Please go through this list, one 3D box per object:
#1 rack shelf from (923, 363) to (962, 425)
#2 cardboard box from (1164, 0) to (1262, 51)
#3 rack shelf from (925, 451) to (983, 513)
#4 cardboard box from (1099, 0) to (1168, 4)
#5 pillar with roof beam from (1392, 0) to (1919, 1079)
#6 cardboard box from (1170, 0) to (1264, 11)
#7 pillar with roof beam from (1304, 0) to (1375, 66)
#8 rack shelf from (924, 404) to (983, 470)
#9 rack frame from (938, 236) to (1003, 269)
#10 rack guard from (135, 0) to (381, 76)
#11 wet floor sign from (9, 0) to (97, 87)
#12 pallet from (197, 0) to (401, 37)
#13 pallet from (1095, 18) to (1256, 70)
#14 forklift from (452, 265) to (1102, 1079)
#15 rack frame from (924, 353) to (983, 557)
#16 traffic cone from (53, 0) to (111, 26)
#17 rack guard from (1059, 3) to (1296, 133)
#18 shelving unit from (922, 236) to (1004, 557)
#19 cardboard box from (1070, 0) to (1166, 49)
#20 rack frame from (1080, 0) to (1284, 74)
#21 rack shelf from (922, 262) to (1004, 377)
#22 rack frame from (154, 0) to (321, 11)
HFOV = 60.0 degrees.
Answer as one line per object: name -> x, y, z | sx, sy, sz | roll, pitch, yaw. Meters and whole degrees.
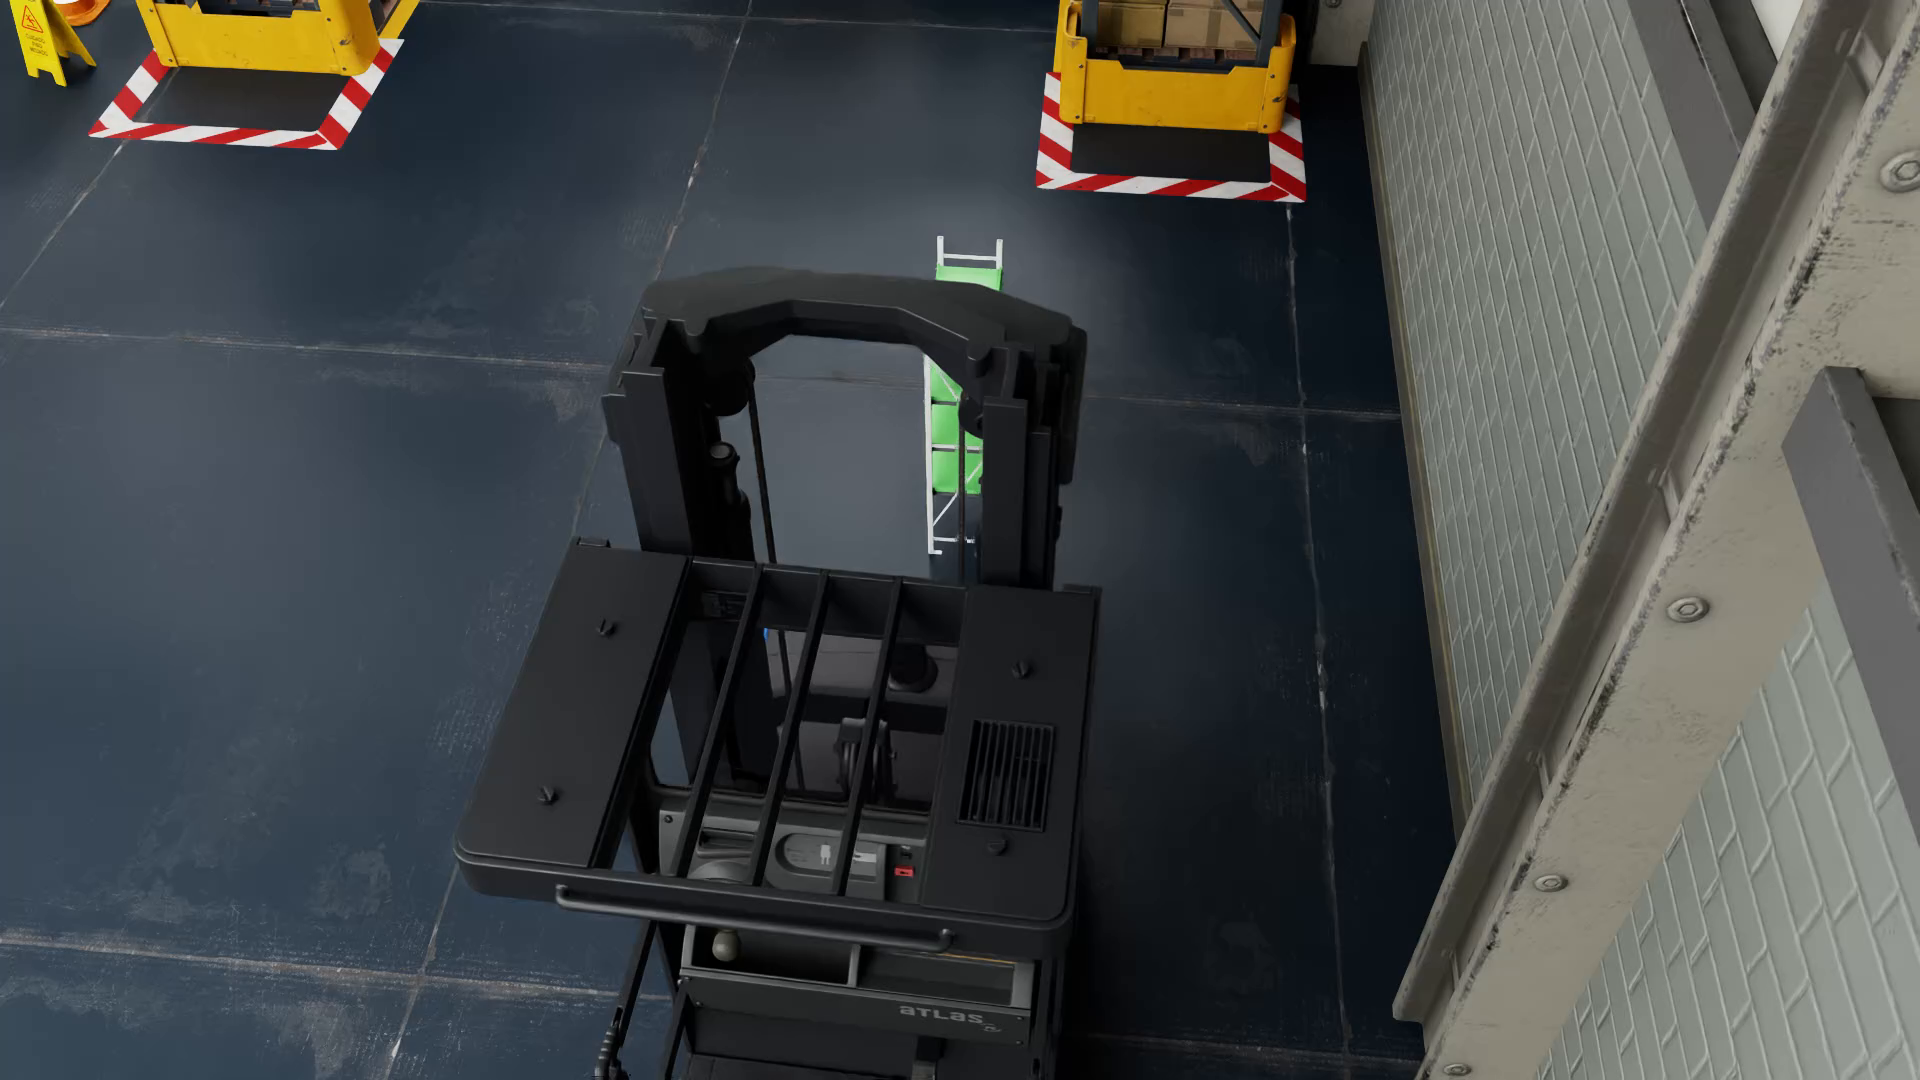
rack shelf -> 0.015, -0.645, 6.289 | 0.258, 0.148, 0.480 | 4, 48, 4
cardboard box -> 1.359, -2.879, 8.929 | 0.500, 0.250, 0.500 | 4, 48, 4
rack shelf -> 0.015, -0.321, 6.643 | 0.258, 0.148, 0.480 | 4, 48, 4
cardboard box -> 0.853, -3.078, 8.773 | 0.500, 0.250, 0.500 | 3, 48, 3
pillar with roof beam -> -2.753, -1.673, 2.182 | 9.100, 9.000, 0.400 | 4, 48, 4
cardboard box -> 1.370, -3.031, 8.730 | 0.500, 0.250, 0.500 | 5, 48, 4
pillar with roof beam -> -2.206, -6.082, 6.215 | 9.100, 9.000, 0.400 | 4, 48, 4
rack shelf -> 0.015, -0.483, 6.466 | 0.258, 0.148, 0.480 | 4, 48, 4
rack frame -> 0.037, -0.706, 6.583 | 0.240, 1.200, 0.015 | 4, 48, 4
rack guard -> -3.817, -2.860, 9.027 | 1.175, 0.500, 0.348 | 4, 48, 4
wet floor sign -> -4.906, -2.786, 8.861 | 0.267, 0.644, 0.232 | 19, 50, 17
pallet -> -3.707, -3.358, 9.678 | 1.003, 0.211, 1.213 | 4, 48, 4
pallet -> 1.148, -2.941, 9.297 | 1.003, 0.211, 1.213 | 4, 48, 4
forklift -> -0.294, 0.958, 3.887 | 1.130, 2.935, 3.031 | 5, 48, 5
rack frame -> -0.007, -0.347, 6.255 | 0.240, 1.200, 0.015 | 4, 48, 4
traffic cone -> -5.069, -3.195, 9.358 | 0.336, 0.463, 0.334 | 4, 48, 4
rack guard -> 1.118, -2.456, 8.657 | 1.175, 0.500, 0.348 | 4, 48, 4
shelving unit -> 0.015, -0.527, 6.419 | 0.258, 1.200, 0.503 | 4, 48, 4
cardboard box -> 0.848, -2.897, 8.946 | 0.500, 0.250, 0.500 | 4, 48, 4
rack frame -> 1.120, -3.317, 7.751 | 1.000, 3.000, 0.127 | 4, 48, 4
rack shelf -> 0.015, -0.807, 6.111 | 0.258, 0.148, 0.480 | 4, 48, 4
rack frame -> -3.823, -3.648, 8.054 | 1.000, 3.000, 0.127 | 4, 48, 4
